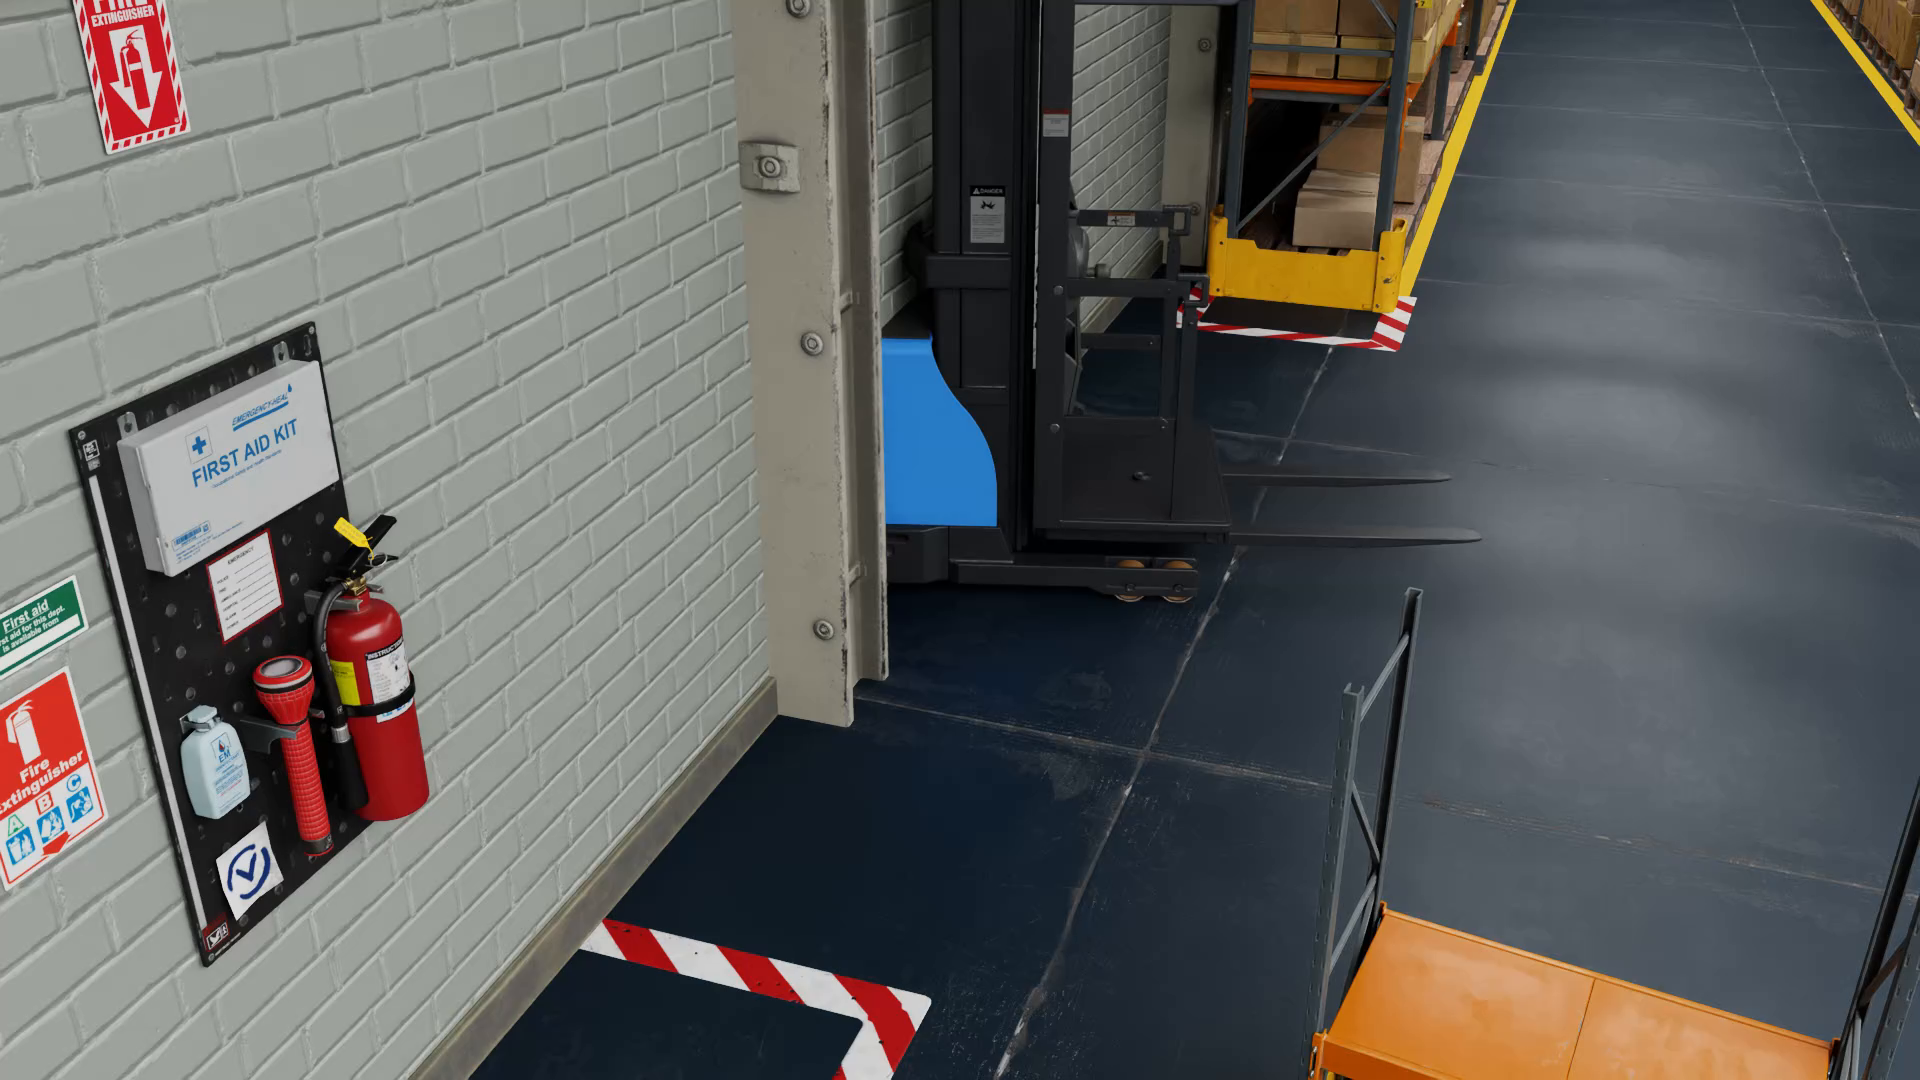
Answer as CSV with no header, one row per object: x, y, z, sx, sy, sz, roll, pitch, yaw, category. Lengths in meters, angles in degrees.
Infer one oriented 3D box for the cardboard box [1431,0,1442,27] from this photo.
2.720,-3.477,10.277,0.500,0.500,0.500,9,27,18,cardboard box

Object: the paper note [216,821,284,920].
-1.458,0.678,3.418,0.016,0.148,0.142,9,27,17,paper note

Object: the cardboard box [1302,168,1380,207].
2.609,-2.337,11.215,0.500,0.311,0.500,11,28,22,cardboard box

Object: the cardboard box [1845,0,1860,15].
10.692,-6.406,19.402,0.500,0.500,0.500,9,27,17,cardboard box

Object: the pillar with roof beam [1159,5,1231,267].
5.581,-5.332,7.937,9.100,9.000,0.400,9,27,17,pillar with roof beam

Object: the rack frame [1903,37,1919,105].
9.439,-5.414,14.990,1.000,3.000,0.127,9,27,17,rack frame

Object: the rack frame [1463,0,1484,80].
4.766,-6.131,16.471,1.000,3.000,0.127,9,27,17,rack frame

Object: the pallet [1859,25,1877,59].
10.535,-5.463,18.291,1.003,0.211,1.213,9,27,17,pallet

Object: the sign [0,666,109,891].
-1.615,0.415,2.909,0.001,0.329,0.234,9,27,17,sign

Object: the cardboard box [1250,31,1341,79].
2.077,-3.005,10.164,0.500,0.250,0.500,9,27,18,cardboard box

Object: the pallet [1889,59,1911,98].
9.723,-4.460,16.220,1.003,0.211,1.213,9,27,17,pallet

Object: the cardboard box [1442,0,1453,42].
3.071,-3.571,11.332,0.500,0.250,0.500,9,27,18,cardboard box

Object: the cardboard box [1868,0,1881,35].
10.212,-5.747,18.040,0.500,0.500,0.500,9,27,18,cardboard box

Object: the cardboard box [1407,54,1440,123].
3.665,-3.865,14.154,0.700,0.500,0.500,10,27,19,cardboard box

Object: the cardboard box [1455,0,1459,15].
3.390,-3.986,12.191,0.500,0.250,0.500,9,27,18,cardboard box

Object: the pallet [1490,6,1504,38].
5.912,-6.192,19.796,1.003,0.211,1.213,9,27,17,pallet

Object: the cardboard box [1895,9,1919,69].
9.529,-4.905,16.303,0.500,0.500,0.500,10,28,19,cardboard box

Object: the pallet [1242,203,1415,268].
2.433,-1.948,11.032,1.003,0.211,1.213,9,27,17,pallet

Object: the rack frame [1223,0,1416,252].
2.104,-2.843,9.681,1.000,3.000,0.127,9,27,17,rack frame

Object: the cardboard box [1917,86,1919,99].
8.821,-3.986,14.714,0.500,0.250,0.500,8,27,16,cardboard box

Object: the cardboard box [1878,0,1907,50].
9.870,-5.335,17.189,0.500,0.500,0.500,8,27,15,cardboard box

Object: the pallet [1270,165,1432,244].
2.841,-2.448,12.064,1.003,0.211,1.213,9,27,17,pallet

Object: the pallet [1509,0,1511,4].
6.829,-7.324,22.134,1.003,0.211,1.213,9,27,17,pallet

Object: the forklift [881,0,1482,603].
0.627,-1.304,6.579,3.031,2.935,1.130,1,26,3,forklift

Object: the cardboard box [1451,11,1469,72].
4.576,-4.900,16.293,0.700,0.500,0.500,9,27,18,cardboard box

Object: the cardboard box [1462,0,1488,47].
5.135,-5.636,17.432,0.750,0.750,0.750,8,27,17,cardboard box

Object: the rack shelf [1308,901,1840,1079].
1.317,1.142,3.583,1.000,0.185,0.538,13,29,25,rack shelf

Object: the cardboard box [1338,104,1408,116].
3.128,-3.128,12.631,0.500,0.500,0.500,7,27,14,cardboard box

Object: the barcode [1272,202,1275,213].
2.048,-2.172,10.864,0.001,0.075,0.075,9,27,17,barcode

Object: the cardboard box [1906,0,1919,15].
9.544,-5.267,16.189,0.500,0.250,0.500,10,28,19,cardboard box

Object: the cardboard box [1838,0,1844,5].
10.942,-6.629,20.080,0.500,0.311,0.500,9,27,17,cardboard box

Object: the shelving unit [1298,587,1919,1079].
1.309,0.978,3.509,1.083,1.500,0.587,13,29,25,shelving unit

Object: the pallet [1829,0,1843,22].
11.404,-6.588,20.614,1.003,0.211,1.213,9,27,17,pallet

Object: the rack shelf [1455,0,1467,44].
4.101,-4.985,14.930,1.077,0.370,4.000,9,27,17,rack shelf

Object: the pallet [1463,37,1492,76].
5.100,-5.189,17.725,1.003,0.211,1.213,9,27,17,pallet

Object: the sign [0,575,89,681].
-1.605,0.176,2.795,0.001,0.109,0.331,9,27,17,sign

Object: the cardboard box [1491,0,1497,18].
5.711,-6.345,18.897,0.750,0.750,0.750,10,27,19,cardboard box

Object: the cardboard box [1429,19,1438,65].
2.725,-3.155,10.473,0.500,0.250,0.500,8,27,16,cardboard box

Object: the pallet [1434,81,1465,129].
4.097,-4.055,15.383,1.003,0.211,1.213,9,27,17,pallet

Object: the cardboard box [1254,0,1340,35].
2.061,-3.347,10.009,0.500,0.500,0.500,8,27,17,cardboard box
